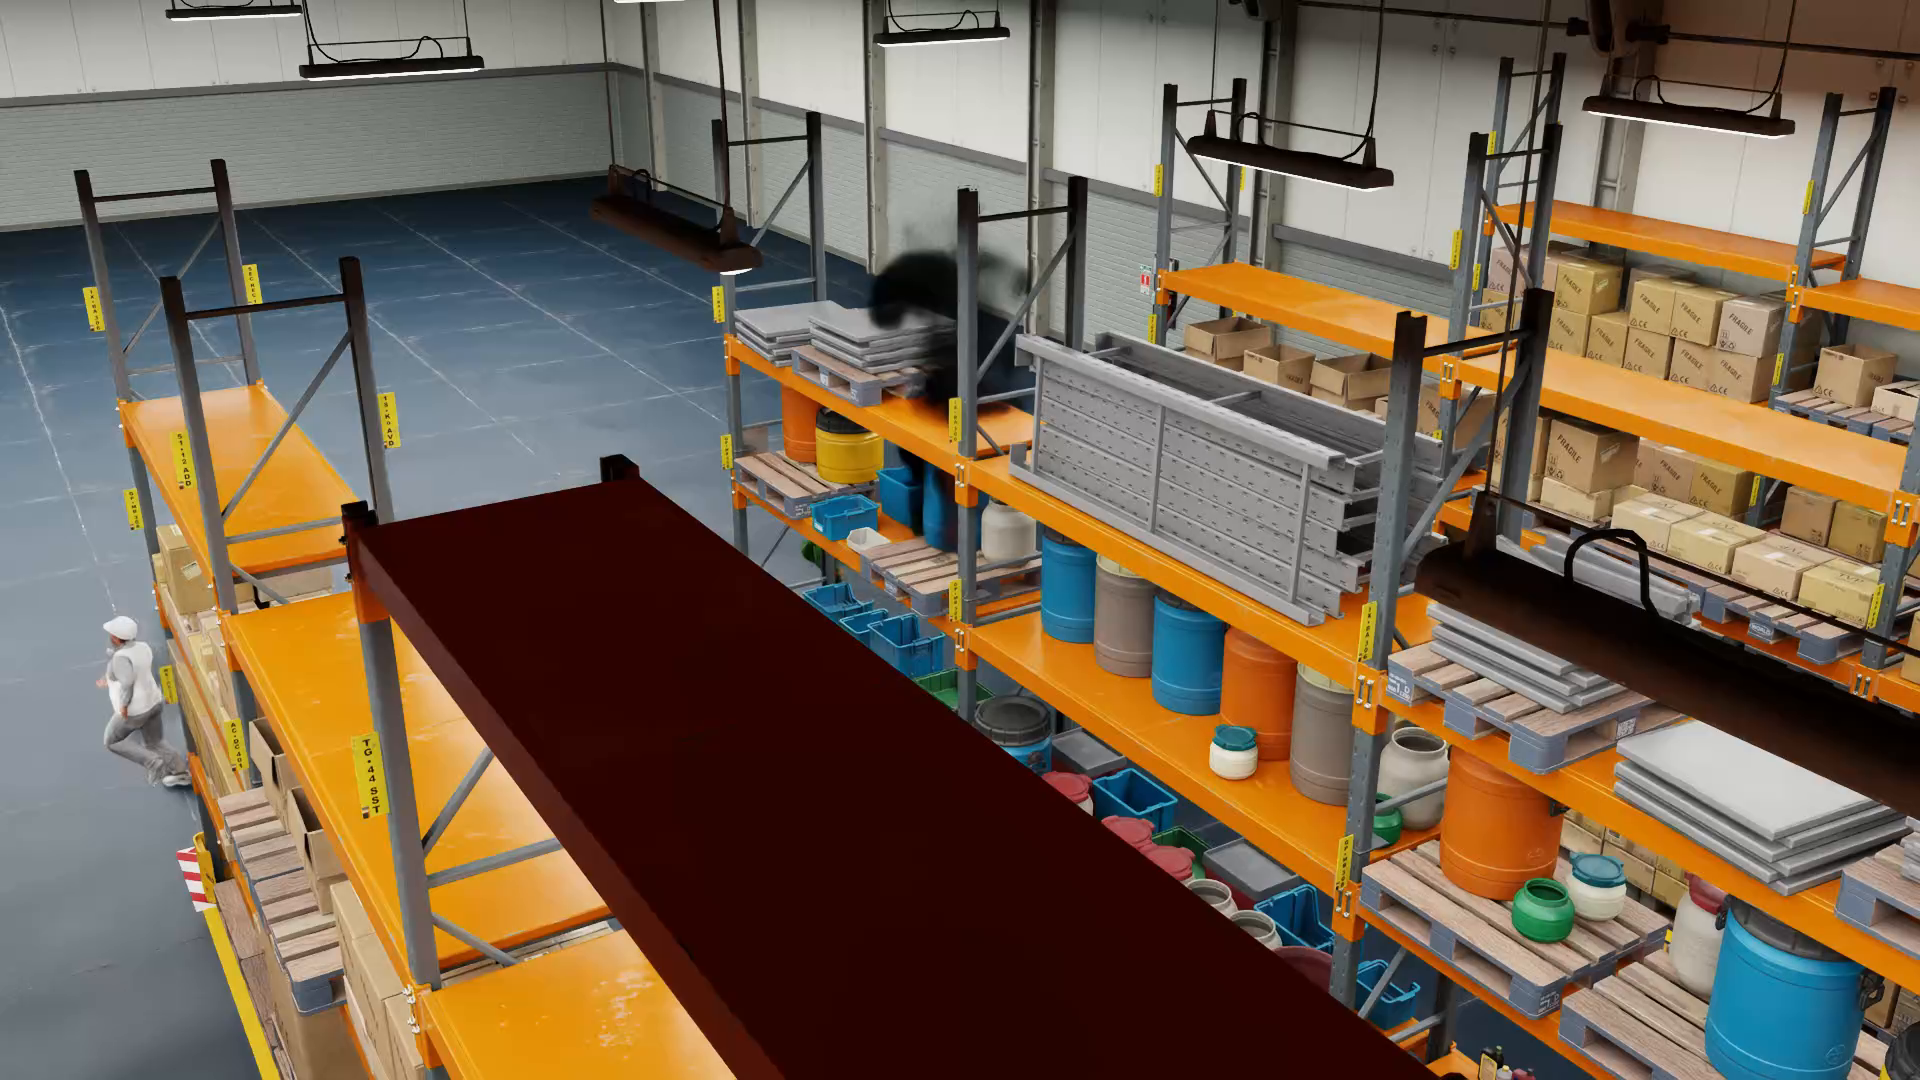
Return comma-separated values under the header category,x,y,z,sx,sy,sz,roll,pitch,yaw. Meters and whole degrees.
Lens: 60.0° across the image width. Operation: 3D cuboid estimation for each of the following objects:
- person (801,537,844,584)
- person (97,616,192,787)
category,x,y,z,sx,sy,sz,roll,pitch,yaw
person,-1.644,-0.159,19.409,0.584,1.742,0.643,-4,22,-9
person,-7.588,1.516,15.270,0.757,1.730,0.668,3,22,8
